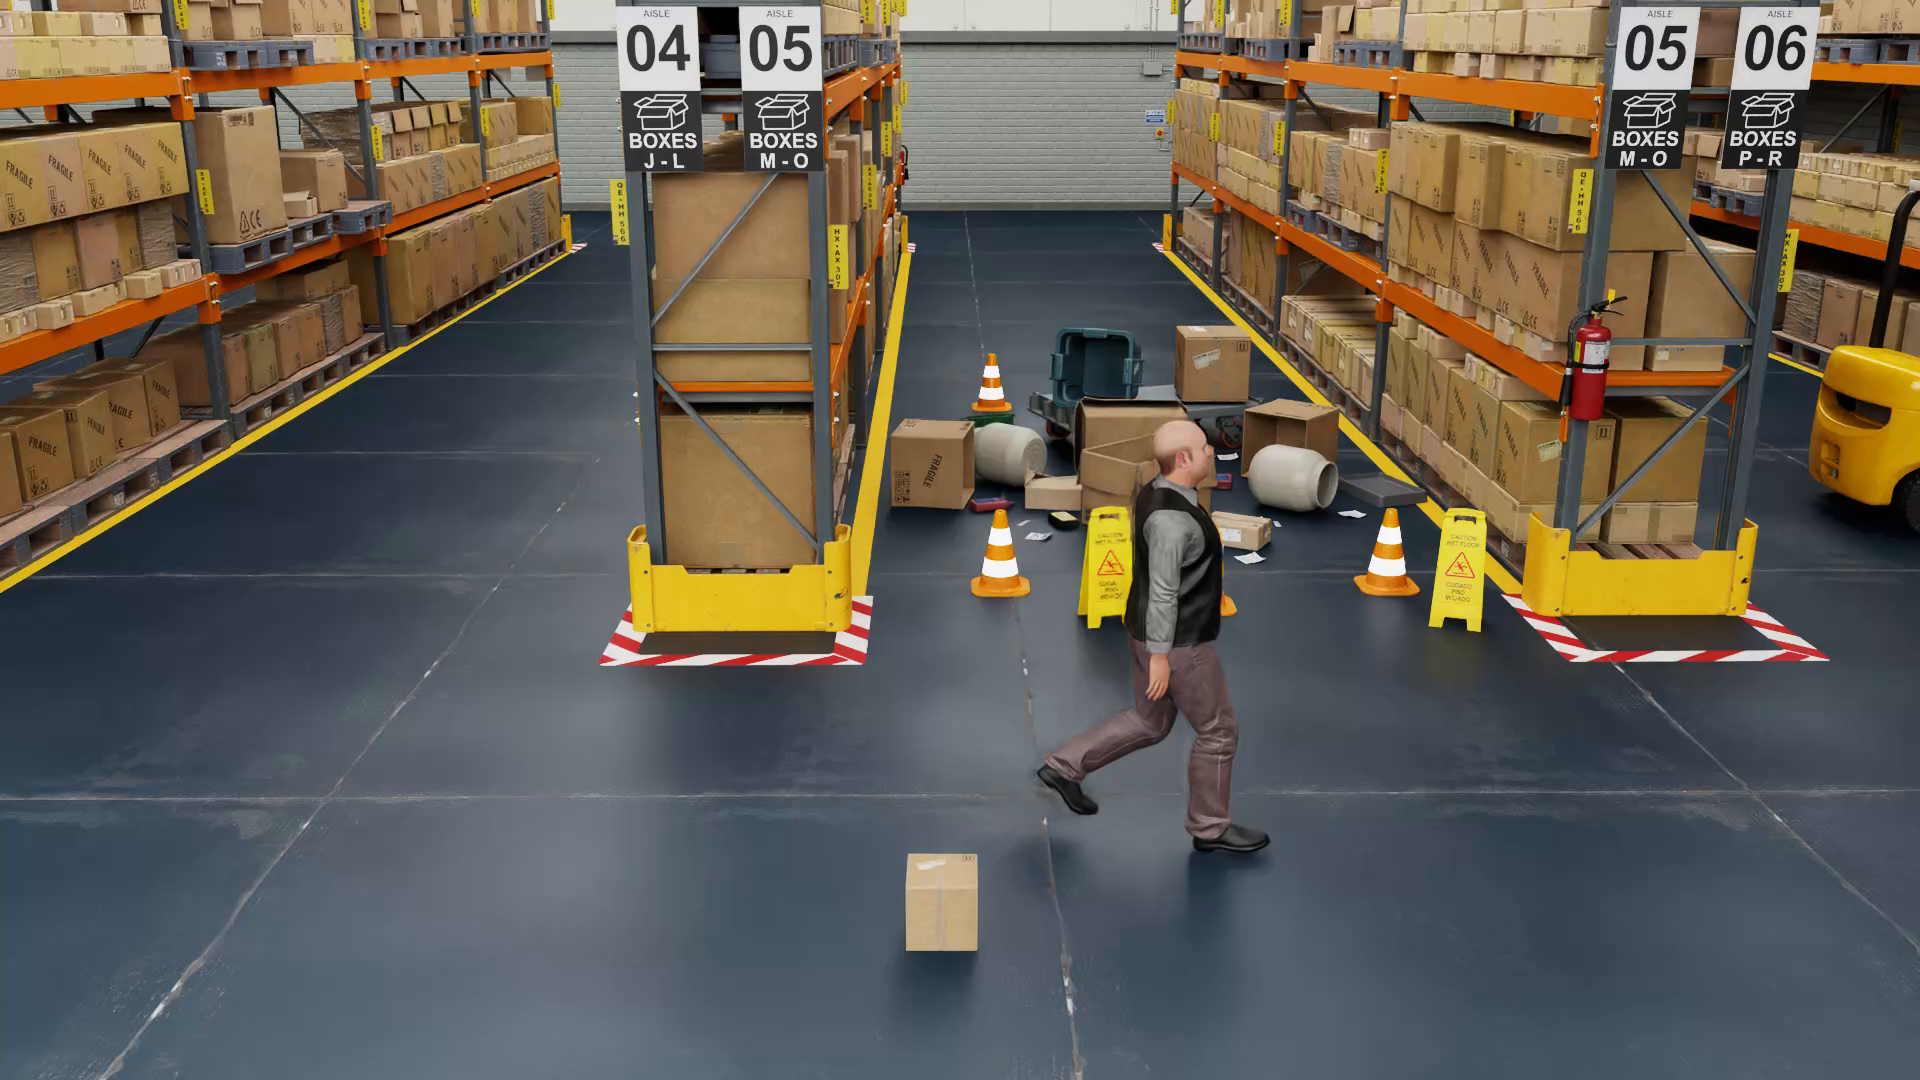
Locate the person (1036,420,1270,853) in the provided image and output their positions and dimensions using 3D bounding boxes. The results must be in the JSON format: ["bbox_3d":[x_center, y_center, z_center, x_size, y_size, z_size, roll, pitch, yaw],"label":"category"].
[{"bbox_3d":[0.755,0.366,6.368,0.900,1.689,0.539,-1,17,-2],"label":"person"}]
